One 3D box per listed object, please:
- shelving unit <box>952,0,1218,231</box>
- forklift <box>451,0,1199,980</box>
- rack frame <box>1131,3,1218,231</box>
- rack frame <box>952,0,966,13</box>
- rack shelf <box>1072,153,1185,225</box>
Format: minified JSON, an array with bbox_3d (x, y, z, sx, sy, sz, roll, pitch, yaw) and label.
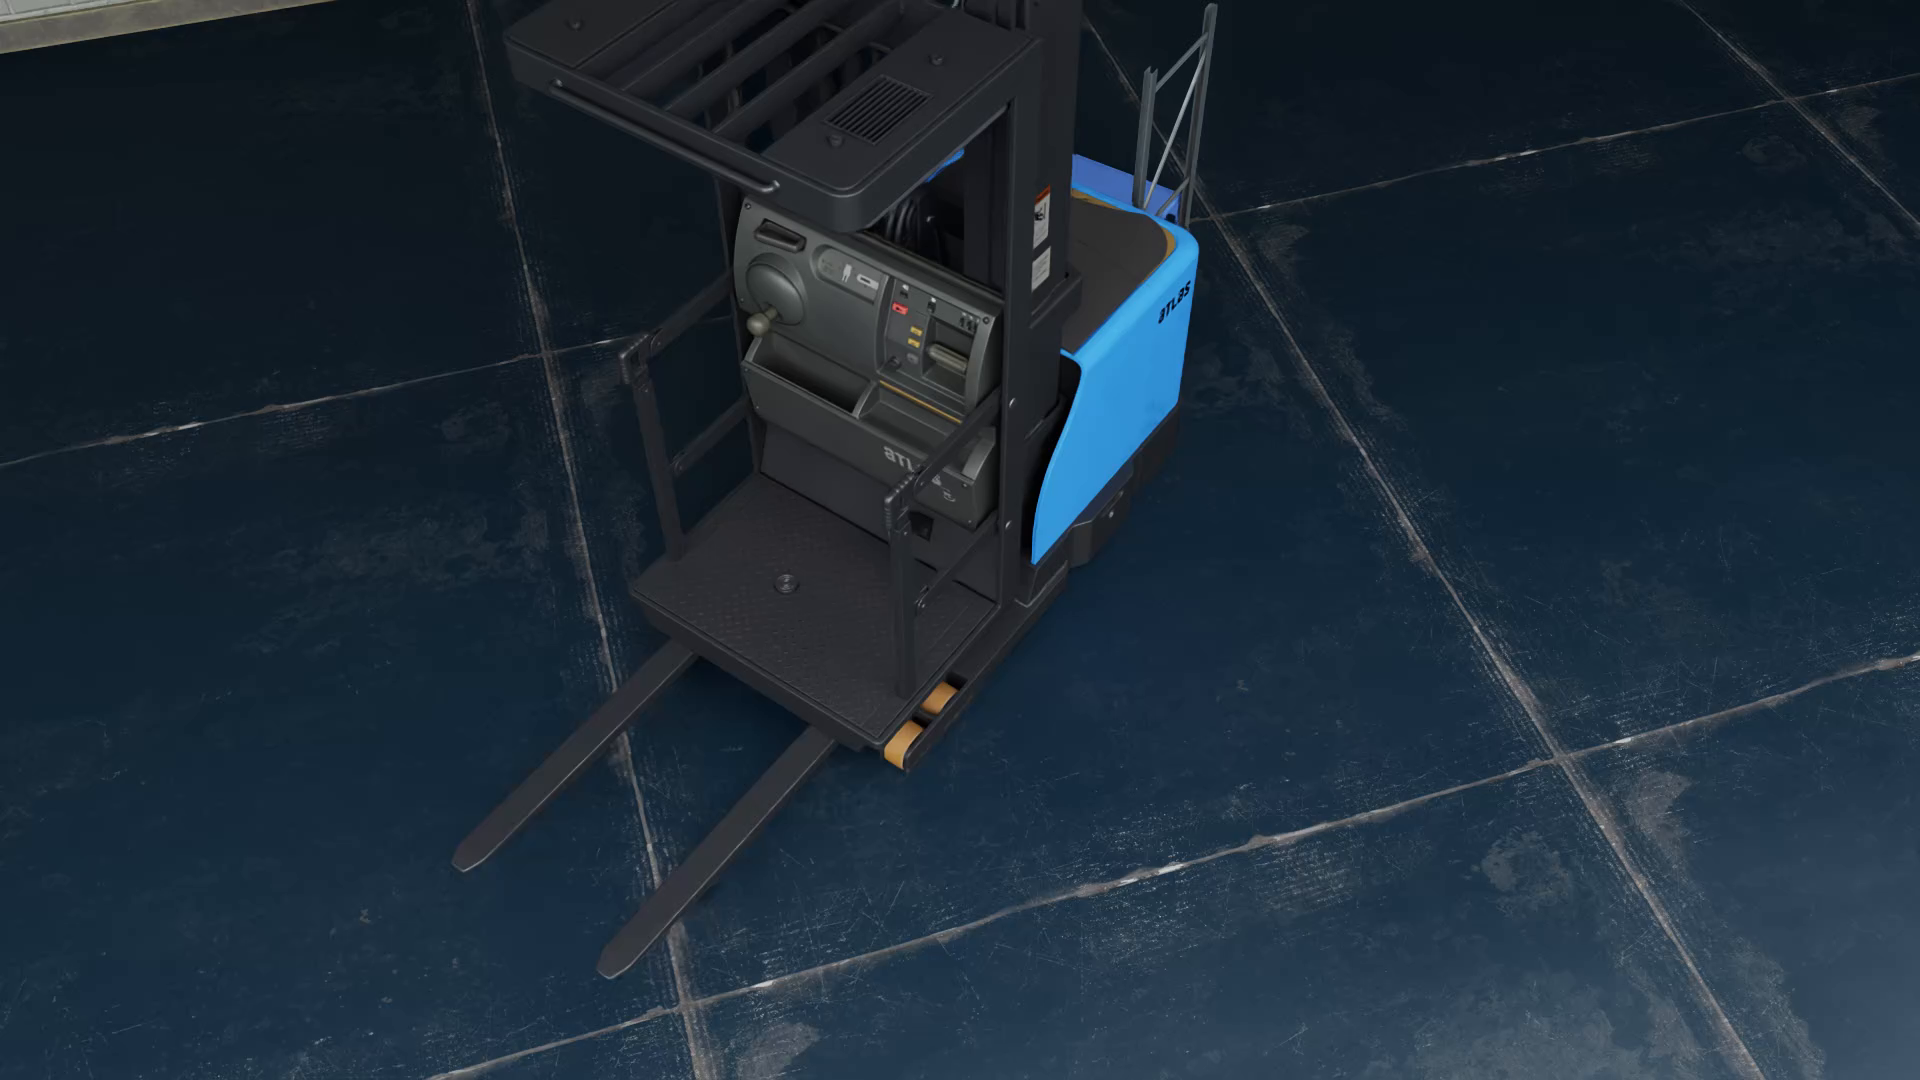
[{"bbox_3d":[0.338,-1.461,6.501,1.048,1.500,0.538,26,55,20],"label":"shelving unit"},{"bbox_3d":[-0.420,-0.602,4.841,1.130,2.935,3.031,29,56,22],"label":"forklift"},{"bbox_3d":[0.768,-1.254,6.326,0.032,1.500,0.500,26,55,20],"label":"rack frame"},{"bbox_3d":[-0.092,-1.668,6.676,0.032,1.500,0.500,26,55,20],"label":"rack frame"},{"bbox_3d":[0.338,-1.345,6.638,1.000,0.185,0.538,26,55,20],"label":"rack shelf"}]
